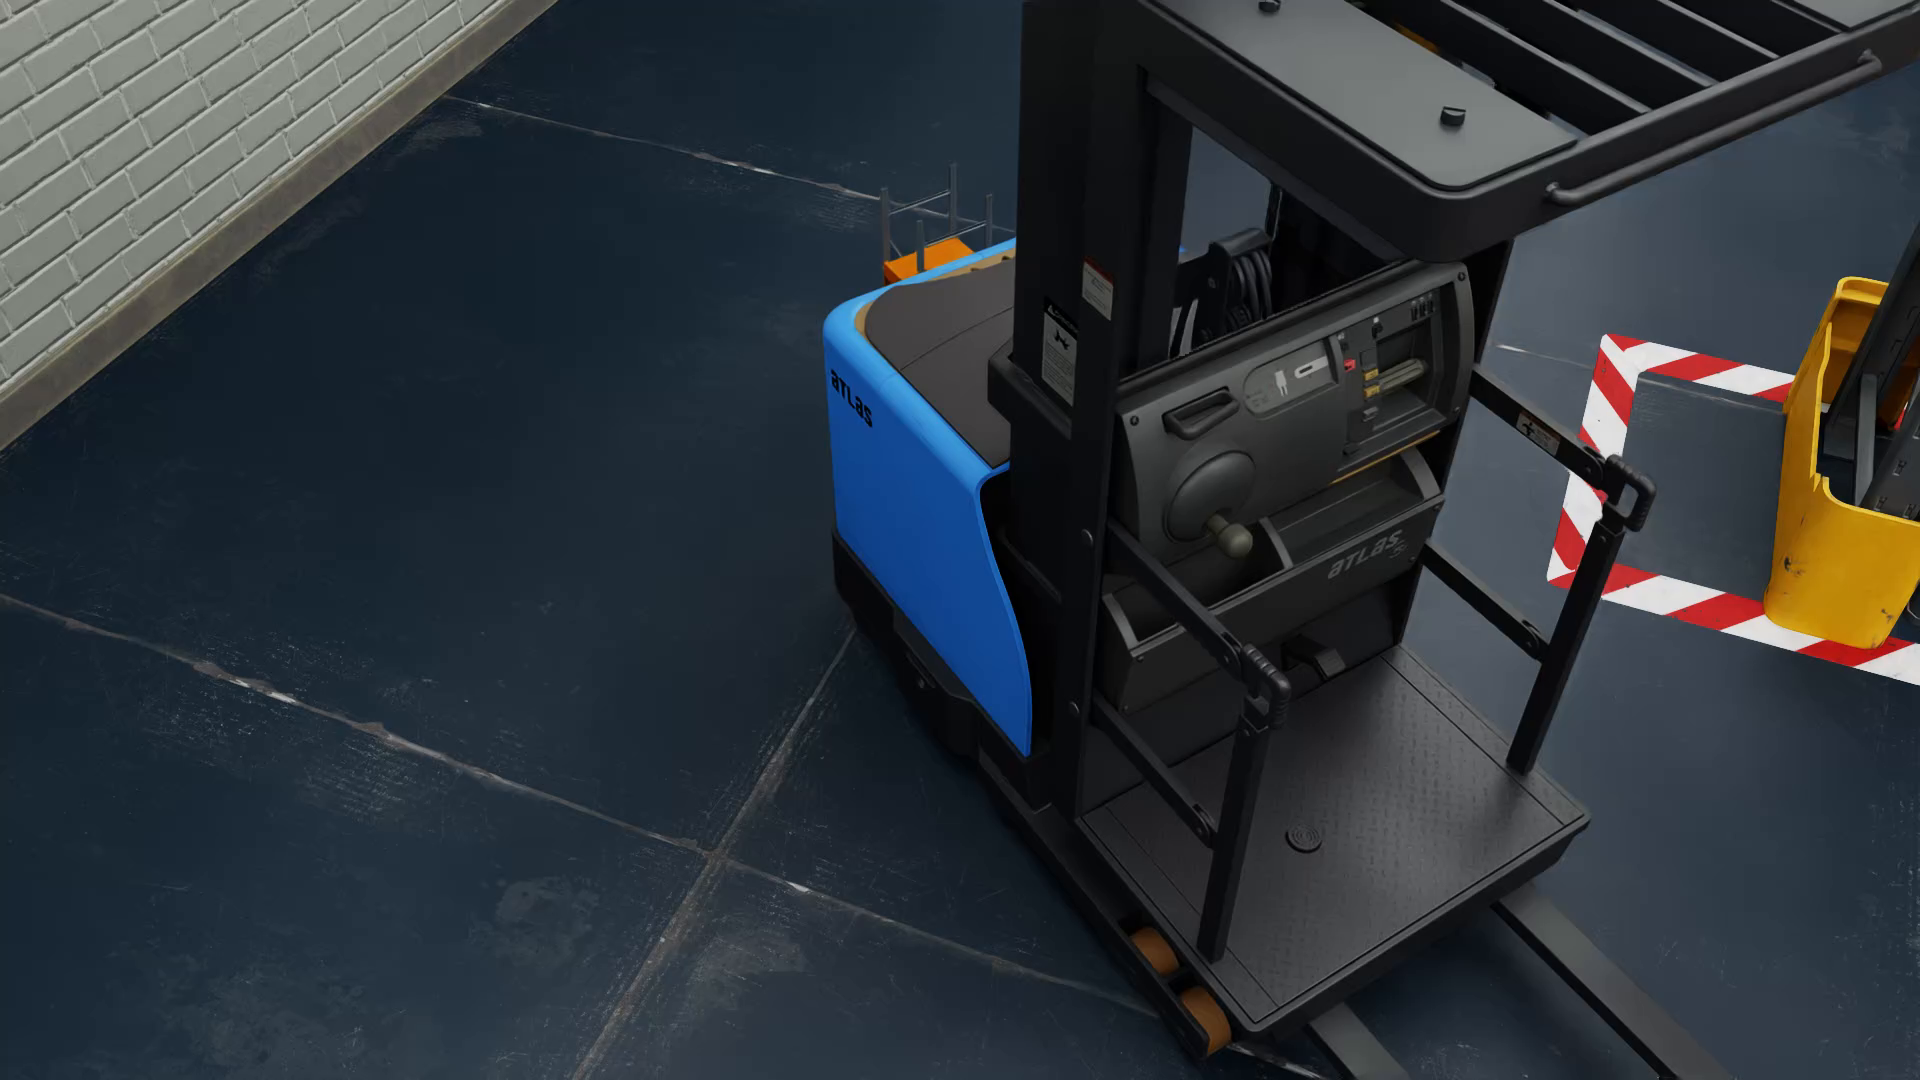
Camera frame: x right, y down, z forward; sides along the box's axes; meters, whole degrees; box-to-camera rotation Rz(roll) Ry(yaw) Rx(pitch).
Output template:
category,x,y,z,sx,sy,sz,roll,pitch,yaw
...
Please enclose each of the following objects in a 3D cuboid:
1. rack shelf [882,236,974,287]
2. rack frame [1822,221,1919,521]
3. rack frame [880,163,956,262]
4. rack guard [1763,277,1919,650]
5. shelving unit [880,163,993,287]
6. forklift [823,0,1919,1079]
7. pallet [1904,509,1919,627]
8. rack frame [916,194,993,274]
category,x,y,z,sx,sy,sz,roll,pitch,yaw
rack shelf,-0.064,-0.739,4.695,0.258,0.103,0.180,-24,50,-22
rack frame,2.818,-1.145,4.274,0.127,3.000,1.000,16,47,16
rack frame,-0.113,-0.570,4.972,0.240,1.200,0.006,-24,50,-22
rack guard,2.795,-0.265,5.162,0.348,0.500,1.175,16,47,16
shelving unit,-0.064,-0.515,4.917,0.258,1.200,0.189,-24,50,-22
forklift,0.842,-0.187,3.360,1.130,2.935,3.031,-24,50,-22
pallet,3.586,0.010,5.091,1.213,0.211,1.003,16,47,16
rack frame,-0.014,-0.461,4.863,0.240,1.200,0.006,-24,50,-22
